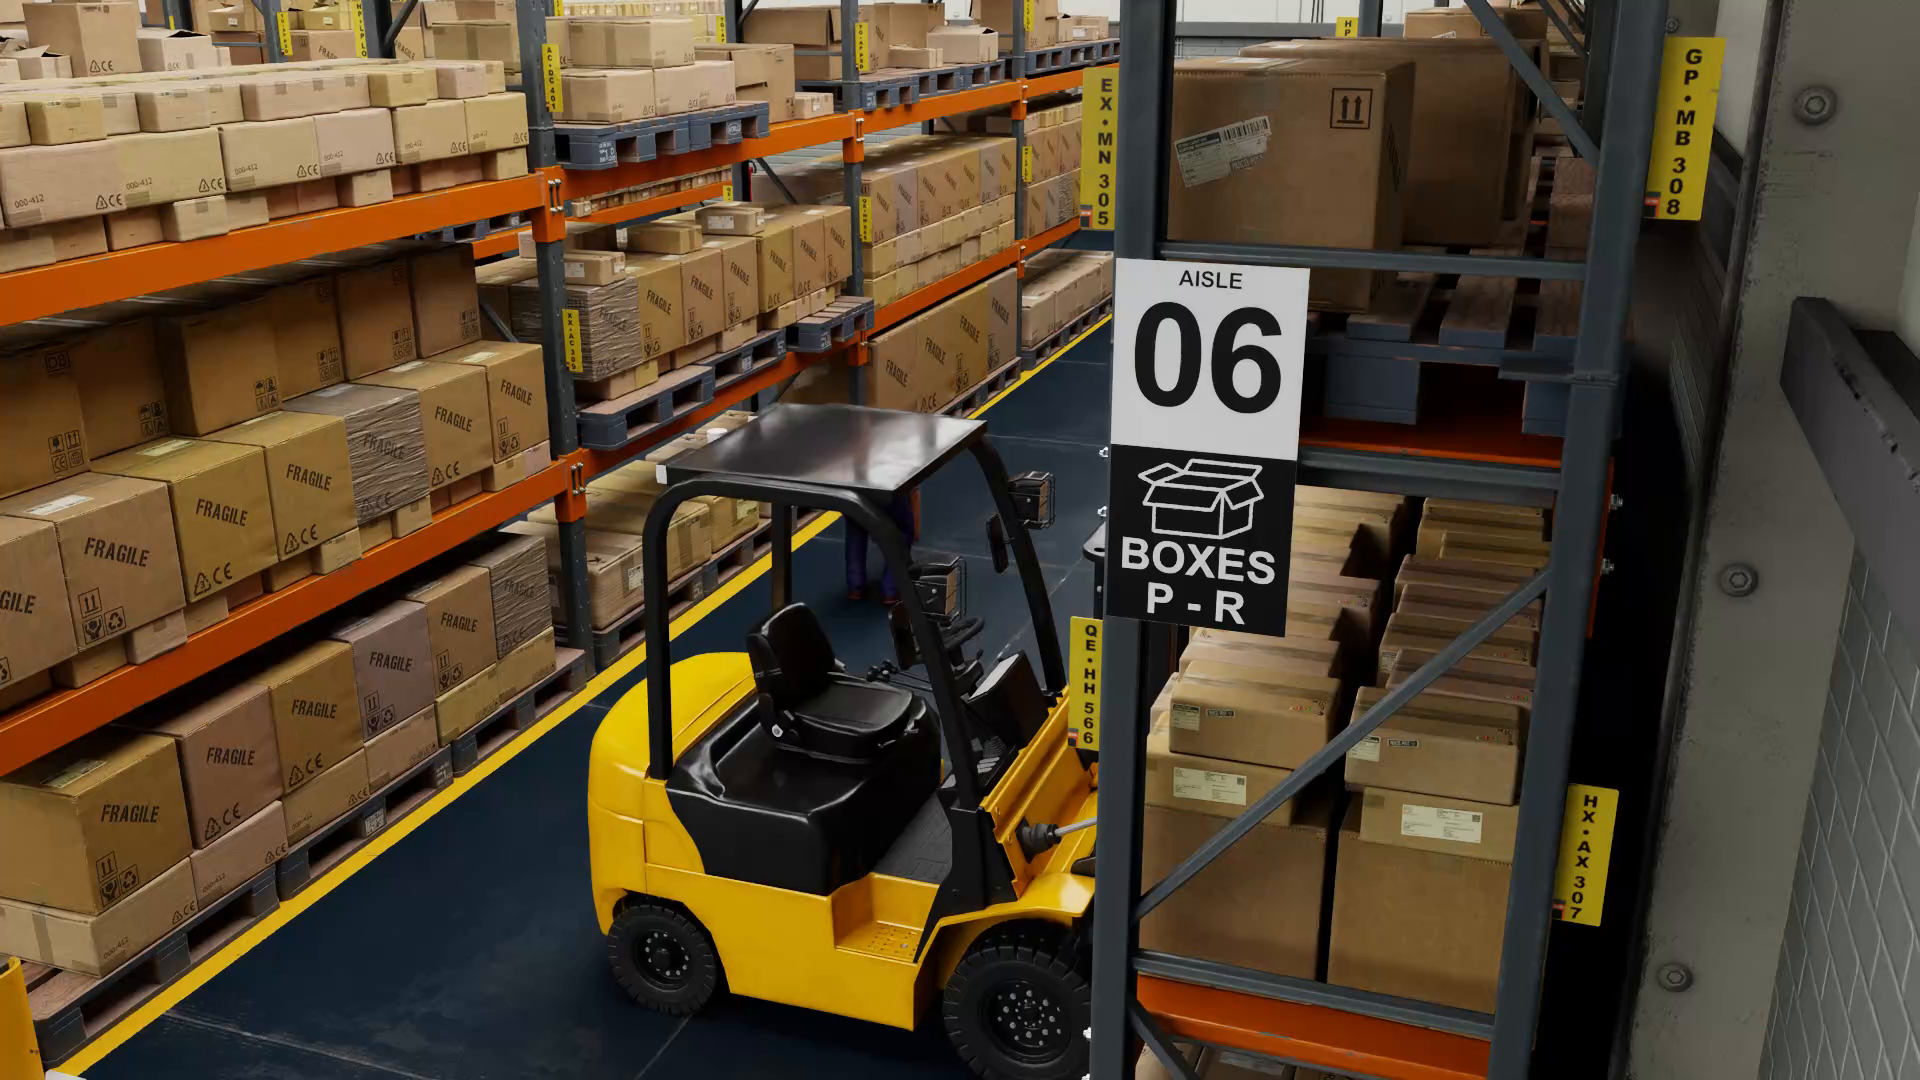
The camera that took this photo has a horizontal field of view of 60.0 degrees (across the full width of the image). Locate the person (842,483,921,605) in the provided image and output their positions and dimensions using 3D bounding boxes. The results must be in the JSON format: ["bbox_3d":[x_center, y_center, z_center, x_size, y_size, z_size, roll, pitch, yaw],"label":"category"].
[{"bbox_3d":[-0.465,-0.191,10.549,0.449,1.072,0.852,6,20,16],"label":"person"}]
